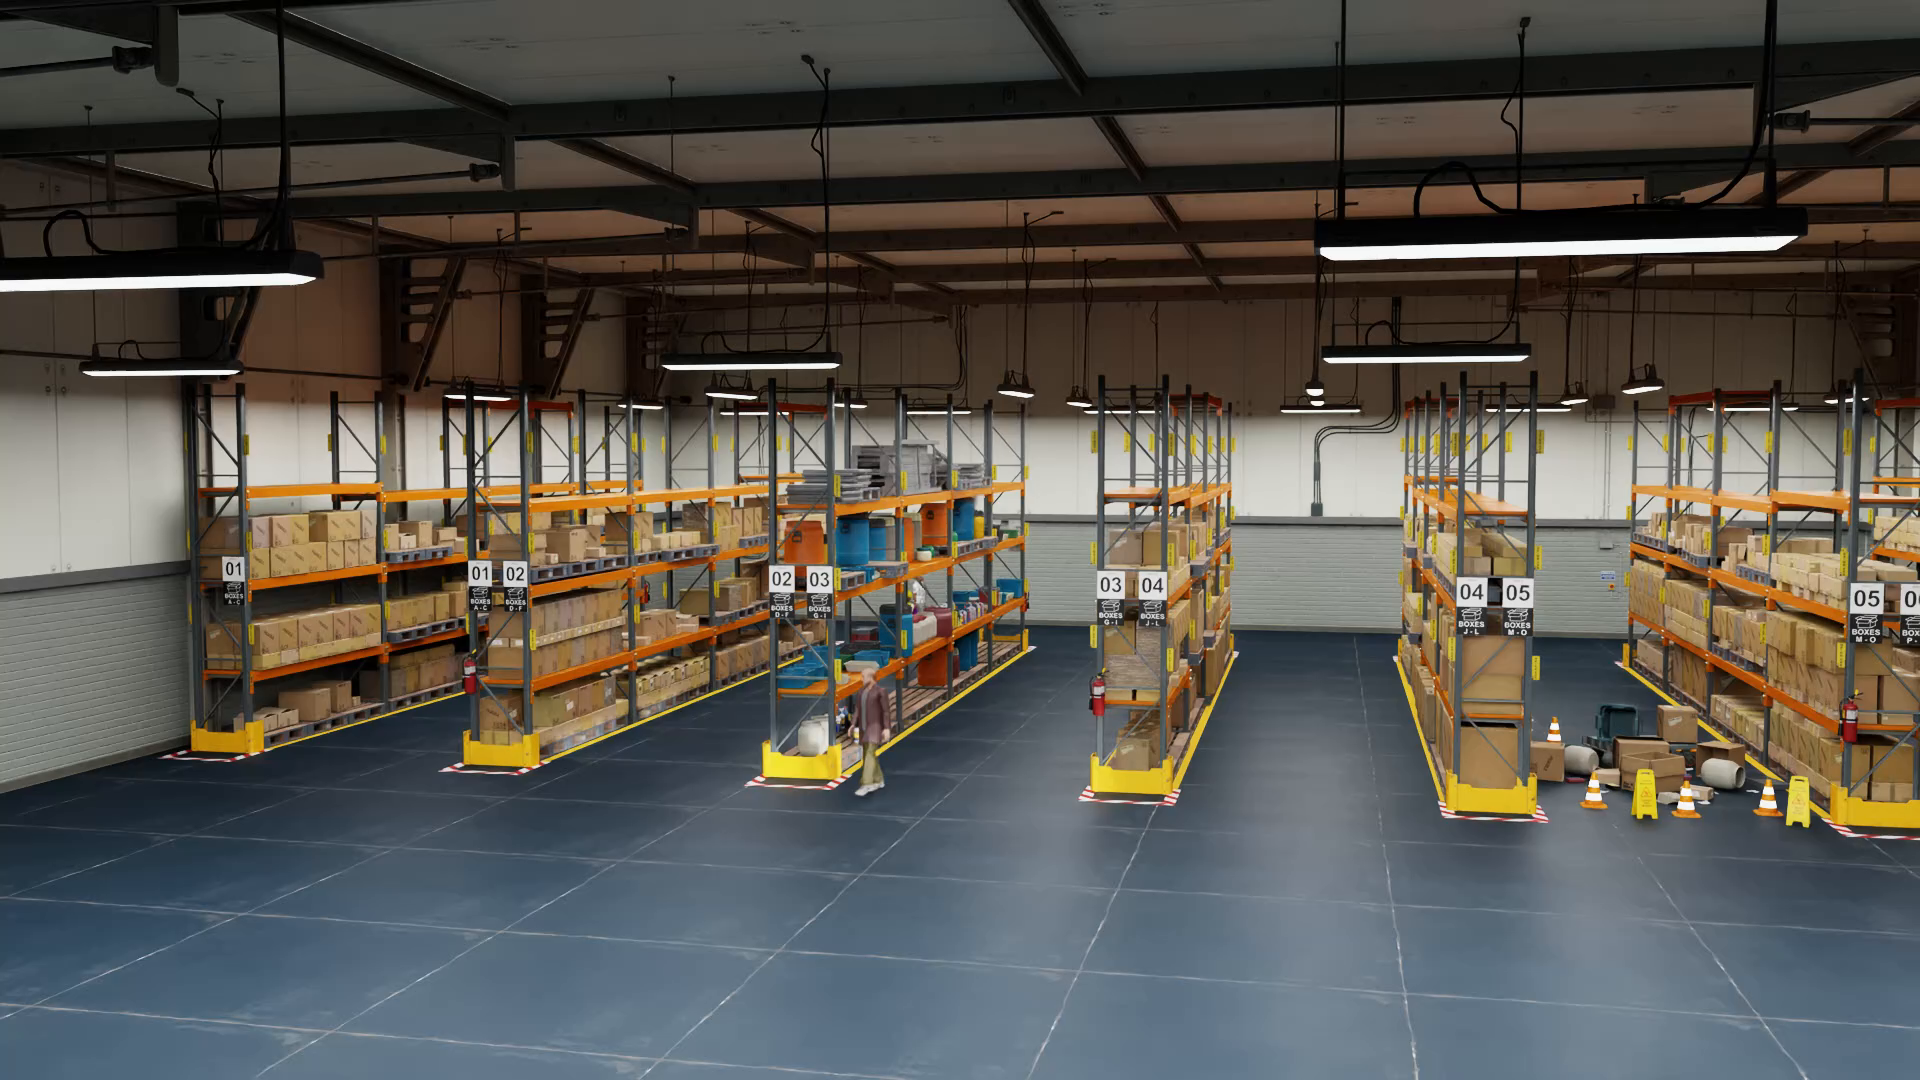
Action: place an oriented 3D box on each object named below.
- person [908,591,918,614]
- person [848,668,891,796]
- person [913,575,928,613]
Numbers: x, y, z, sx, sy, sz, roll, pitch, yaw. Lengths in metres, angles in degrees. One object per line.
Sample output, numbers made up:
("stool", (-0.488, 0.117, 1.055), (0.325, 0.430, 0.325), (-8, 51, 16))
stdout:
("person", (-1.282, 1.998, 37.019), (0.703, 1.754, 0.419), (0, 3, 6))
("person", (-1.379, 2.750, 23.944), (0.801, 1.774, 0.667), (-3, 4, -43))
("person", (-1.033, 1.676, 43.388), (0.409, 1.703, 0.470), (1, 3, 15))
